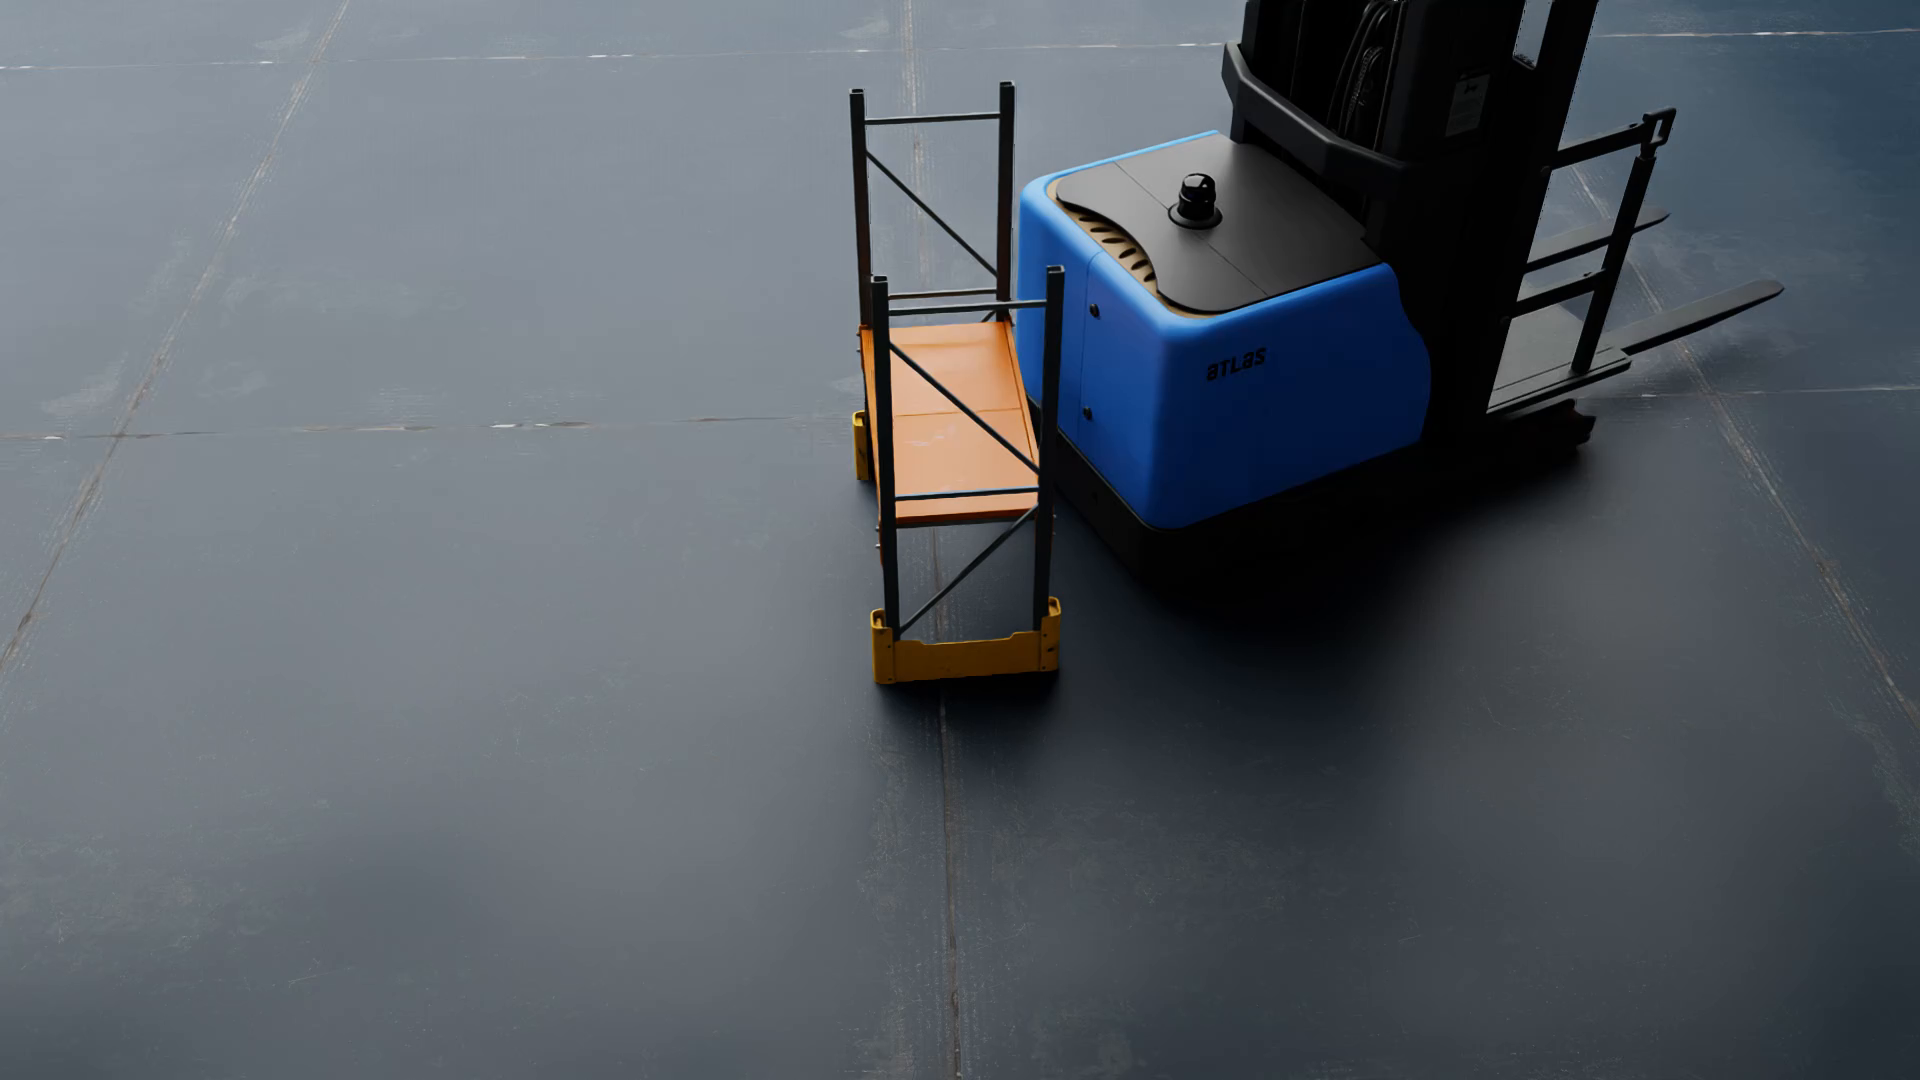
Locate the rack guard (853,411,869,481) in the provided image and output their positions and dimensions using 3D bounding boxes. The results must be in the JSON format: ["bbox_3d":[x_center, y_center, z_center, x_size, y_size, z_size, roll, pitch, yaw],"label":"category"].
[{"bbox_3d":[-0.084,-0.353,5.950,0.587,0.250,0.087,-4,43,-4],"label":"rack guard"}]

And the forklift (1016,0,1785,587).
[{"bbox_3d":[1.730,-1.634,5.364,3.031,2.935,1.130,-19,46,-20],"label":"forklift"}]

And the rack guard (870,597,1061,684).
[{"bbox_3d":[0.018,0.316,5.220,0.587,0.250,0.087,-4,43,-4],"label":"rack guard"}]

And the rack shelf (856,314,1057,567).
[{"bbox_3d":[-0.032,-0.340,5.278,0.538,0.185,1.000,-4,43,-4],"label":"rack shelf"}]

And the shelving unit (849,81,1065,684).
[{"bbox_3d":[-0.033,-0.479,5.163,0.587,1.500,1.083,-4,43,-4],"label":"shelving unit"}]

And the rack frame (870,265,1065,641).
[{"bbox_3d":[0.020,-0.131,4.783,0.500,1.500,0.032,-4,43,-4],"label":"rack frame"}]

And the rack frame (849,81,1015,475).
[{"bbox_3d":[-0.084,-0.815,5.529,0.500,1.500,0.032,-4,43,-4],"label":"rack frame"}]
